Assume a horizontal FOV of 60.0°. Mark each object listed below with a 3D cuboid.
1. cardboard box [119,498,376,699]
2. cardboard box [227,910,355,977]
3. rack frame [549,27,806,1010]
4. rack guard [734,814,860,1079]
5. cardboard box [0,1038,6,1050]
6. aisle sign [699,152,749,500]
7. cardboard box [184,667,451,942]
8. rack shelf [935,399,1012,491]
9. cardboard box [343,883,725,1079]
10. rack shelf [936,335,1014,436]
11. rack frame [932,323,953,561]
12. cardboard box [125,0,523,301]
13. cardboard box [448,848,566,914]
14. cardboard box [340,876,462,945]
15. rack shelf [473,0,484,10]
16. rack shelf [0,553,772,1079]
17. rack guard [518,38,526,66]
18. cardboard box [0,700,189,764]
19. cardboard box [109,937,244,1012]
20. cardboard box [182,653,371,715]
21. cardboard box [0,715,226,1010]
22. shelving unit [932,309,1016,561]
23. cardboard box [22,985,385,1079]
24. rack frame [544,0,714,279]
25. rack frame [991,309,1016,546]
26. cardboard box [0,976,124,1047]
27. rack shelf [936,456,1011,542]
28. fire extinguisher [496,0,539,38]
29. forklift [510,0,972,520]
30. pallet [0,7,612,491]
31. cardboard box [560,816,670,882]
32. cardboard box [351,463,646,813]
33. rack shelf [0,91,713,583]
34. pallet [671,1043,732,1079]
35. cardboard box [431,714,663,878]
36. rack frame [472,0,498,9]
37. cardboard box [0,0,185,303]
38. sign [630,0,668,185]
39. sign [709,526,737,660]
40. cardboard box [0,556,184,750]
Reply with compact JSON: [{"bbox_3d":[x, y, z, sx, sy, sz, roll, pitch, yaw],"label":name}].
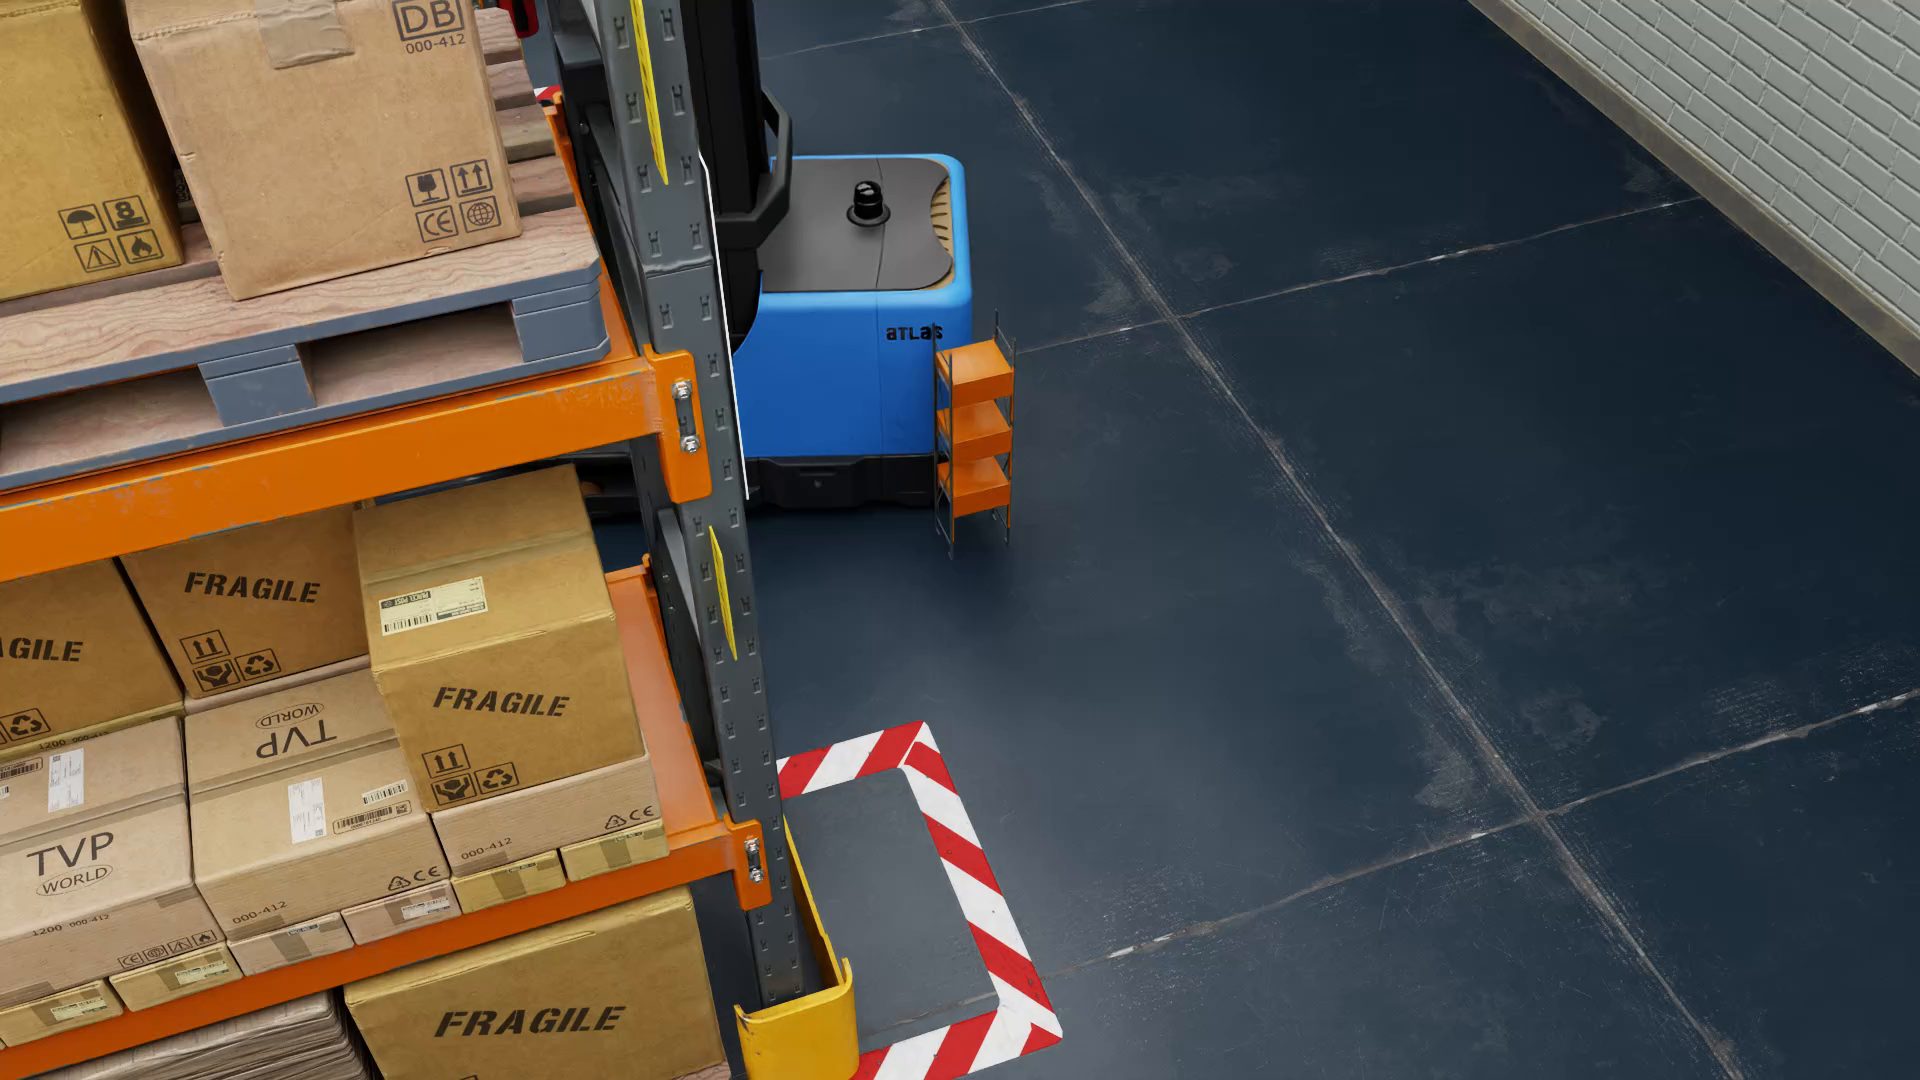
[{"bbox_3d":[-1.688,-0.019,4.017,0.500,0.500,0.500,-15,47,-15],"label":"cardboard box"},{"bbox_3d":[-1.614,0.819,3.993,0.250,0.149,0.380,-14,47,-13],"label":"cardboard box"},{"bbox_3d":[-0.674,0.242,4.391,0.127,3.000,1.000,-14,47,-14],"label":"rack frame"},{"bbox_3d":[-0.652,1.119,5.282,0.348,0.500,1.175,-14,47,-14],"label":"rack guard"},{"bbox_3d":[-2.335,1.003,3.810,0.250,0.149,0.380,-13,47,-13],"label":"cardboard box"},{"bbox_3d":[-0.505,-0.493,3.288,0.004,0.787,0.394,-14,47,-14],"label":"aisle sign"},{"bbox_3d":[-1.518,0.605,3.925,0.500,0.250,0.500,-15,47,-15],"label":"cardboard box"},{"bbox_3d":[0.050,-0.376,6.398,0.240,0.259,0.215,-14,47,-14],"label":"rack shelf"},{"bbox_3d":[-1.249,1.051,4.788,0.875,0.875,0.875,-14,47,-14],"label":"cardboard box"},{"bbox_3d":[0.050,-0.576,6.197,0.240,0.259,0.215,-14,47,-14],"label":"rack shelf"},{"bbox_3d":[-0.064,-0.354,6.362,0.008,1.050,0.200,-14,47,-14],"label":"rack frame"},{"bbox_3d":[-1.145,-0.875,2.949,0.500,0.500,0.700,-17,48,-16],"label":"cardboard box"},{"bbox_3d":[-1.142,0.700,4.112,0.250,0.149,0.380,-14,47,-13],"label":"cardboard box"},{"bbox_3d":[-1.379,0.760,4.053,0.250,0.149,0.380,-14,47,-14],"label":"cardboard box"},{"bbox_3d":[-4.237,-2.322,7.455,4.000,0.370,1.077,-14,47,-14],"label":"rack shelf"},{"bbox_3d":[-2.556,0.977,4.166,4.000,0.370,1.077,-14,47,-14],"label":"rack shelf"},{"bbox_3d":[-2.338,-2.189,8.579,0.348,0.500,1.175,-14,47,-14],"label":"rack guard"},{"bbox_3d":[-2.178,0.374,4.156,0.500,0.250,0.500,-16,47,-15],"label":"cardboard box"},{"bbox_3d":[-1.858,0.883,3.930,0.250,0.149,0.380,-15,47,-15],"label":"cardboard box"},{"bbox_3d":[-1.704,0.255,4.274,0.500,0.250,0.500,-15,47,-14],"label":"cardboard box"},{"bbox_3d":[-1.996,0.728,3.803,0.500,0.250,0.500,-16,47,-15],"label":"cardboard box"},{"bbox_3d":[0.050,-0.383,6.391,0.252,1.050,0.215,-14,47,-14],"label":"shelving unit"},{"bbox_3d":[-2.105,1.270,4.570,0.875,0.875,0.875,-14,47,-14],"label":"cardboard box"},{"bbox_3d":[-0.674,-1.875,2.266,0.127,3.000,1.000,-14,47,-14],"label":"rack frame"},{"bbox_3d":[0.165,-0.413,6.420,0.008,1.050,0.200,-14,47,-14],"label":"rack frame"},{"bbox_3d":[-2.102,0.945,3.867,0.250,0.149,0.380,-14,47,-14],"label":"cardboard box"},{"bbox_3d":[0.050,-0.180,6.595,0.240,0.259,0.215,-14,47,-14],"label":"rack shelf"},{"bbox_3d":[-2.060,-2.632,7.573,0.183,0.674,0.296,-14,47,-14],"label":"fire extinguisher"},{"bbox_3d":[-1.469,-1.492,6.168,3.031,2.935,1.130,-1,45,-1],"label":"forklift"},{"bbox_3d":[-1.369,-0.600,3.175,1.213,0.211,1.003,-14,47,-14],"label":"pallet"},{"bbox_3d":[-0.898,0.636,4.176,0.250,0.149,0.380,-14,47,-13],"label":"cardboard box"},{"bbox_3d":[-1.043,0.218,3.782,0.500,0.500,0.500,-14,47,-13],"label":"cardboard box"},{"bbox_3d":[-2.556,-0.082,3.104,4.000,0.370,1.077,-14,47,-14],"label":"rack shelf"},{"bbox_3d":[-1.400,1.471,5.135,1.213,0.211,1.003,-14,47,-14],"label":"pallet"},{"bbox_3d":[-1.040,0.484,4.046,0.500,0.250,0.500,-15,47,-14],"label":"cardboard box"},{"bbox_3d":[-2.356,-3.057,7.679,0.127,3.000,1.000,-14,47,-14],"label":"rack frame"},{"bbox_3d":[-1.716,-0.820,2.894,0.500,0.500,0.700,-16,47,-15],"label":"cardboard box"},{"bbox_3d":[-0.503,-0.736,2.679,0.005,0.325,0.100,-14,47,-14],"label":"sign"},{"bbox_3d":[-0.503,0.115,3.533,0.005,0.325,0.100,-14,47,-14],"label":"sign"},{"bbox_3d":[-2.173,0.110,3.889,0.500,0.500,0.500,-16,47,-15],"label":"cardboard box"}]
